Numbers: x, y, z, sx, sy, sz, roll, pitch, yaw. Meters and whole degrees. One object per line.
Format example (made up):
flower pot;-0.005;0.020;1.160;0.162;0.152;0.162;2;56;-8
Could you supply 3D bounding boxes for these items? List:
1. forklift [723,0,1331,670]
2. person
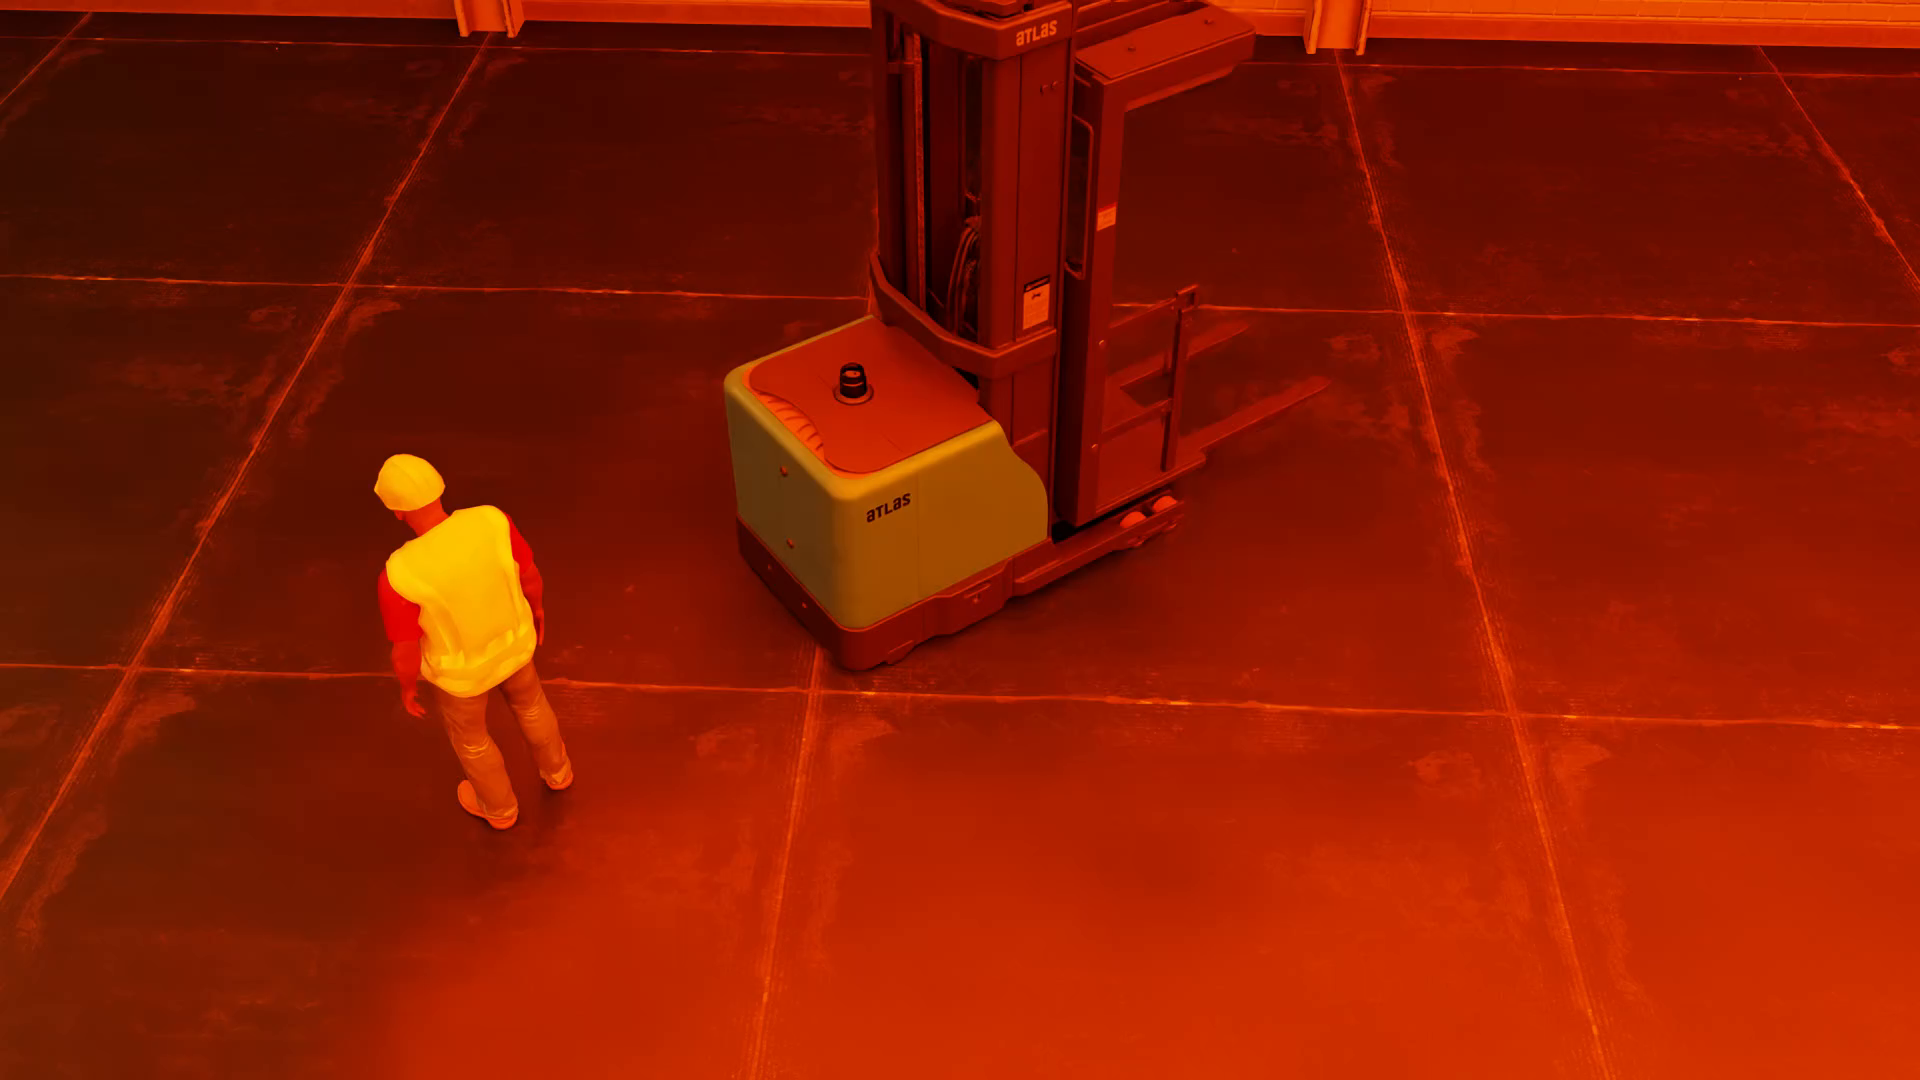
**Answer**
forklift;0.464;-1.317;7.184;3.031;2.935;1.130;-26;48;-25
person;-1.814;0.396;6.181;0.460;1.759;0.629;34;52;31
